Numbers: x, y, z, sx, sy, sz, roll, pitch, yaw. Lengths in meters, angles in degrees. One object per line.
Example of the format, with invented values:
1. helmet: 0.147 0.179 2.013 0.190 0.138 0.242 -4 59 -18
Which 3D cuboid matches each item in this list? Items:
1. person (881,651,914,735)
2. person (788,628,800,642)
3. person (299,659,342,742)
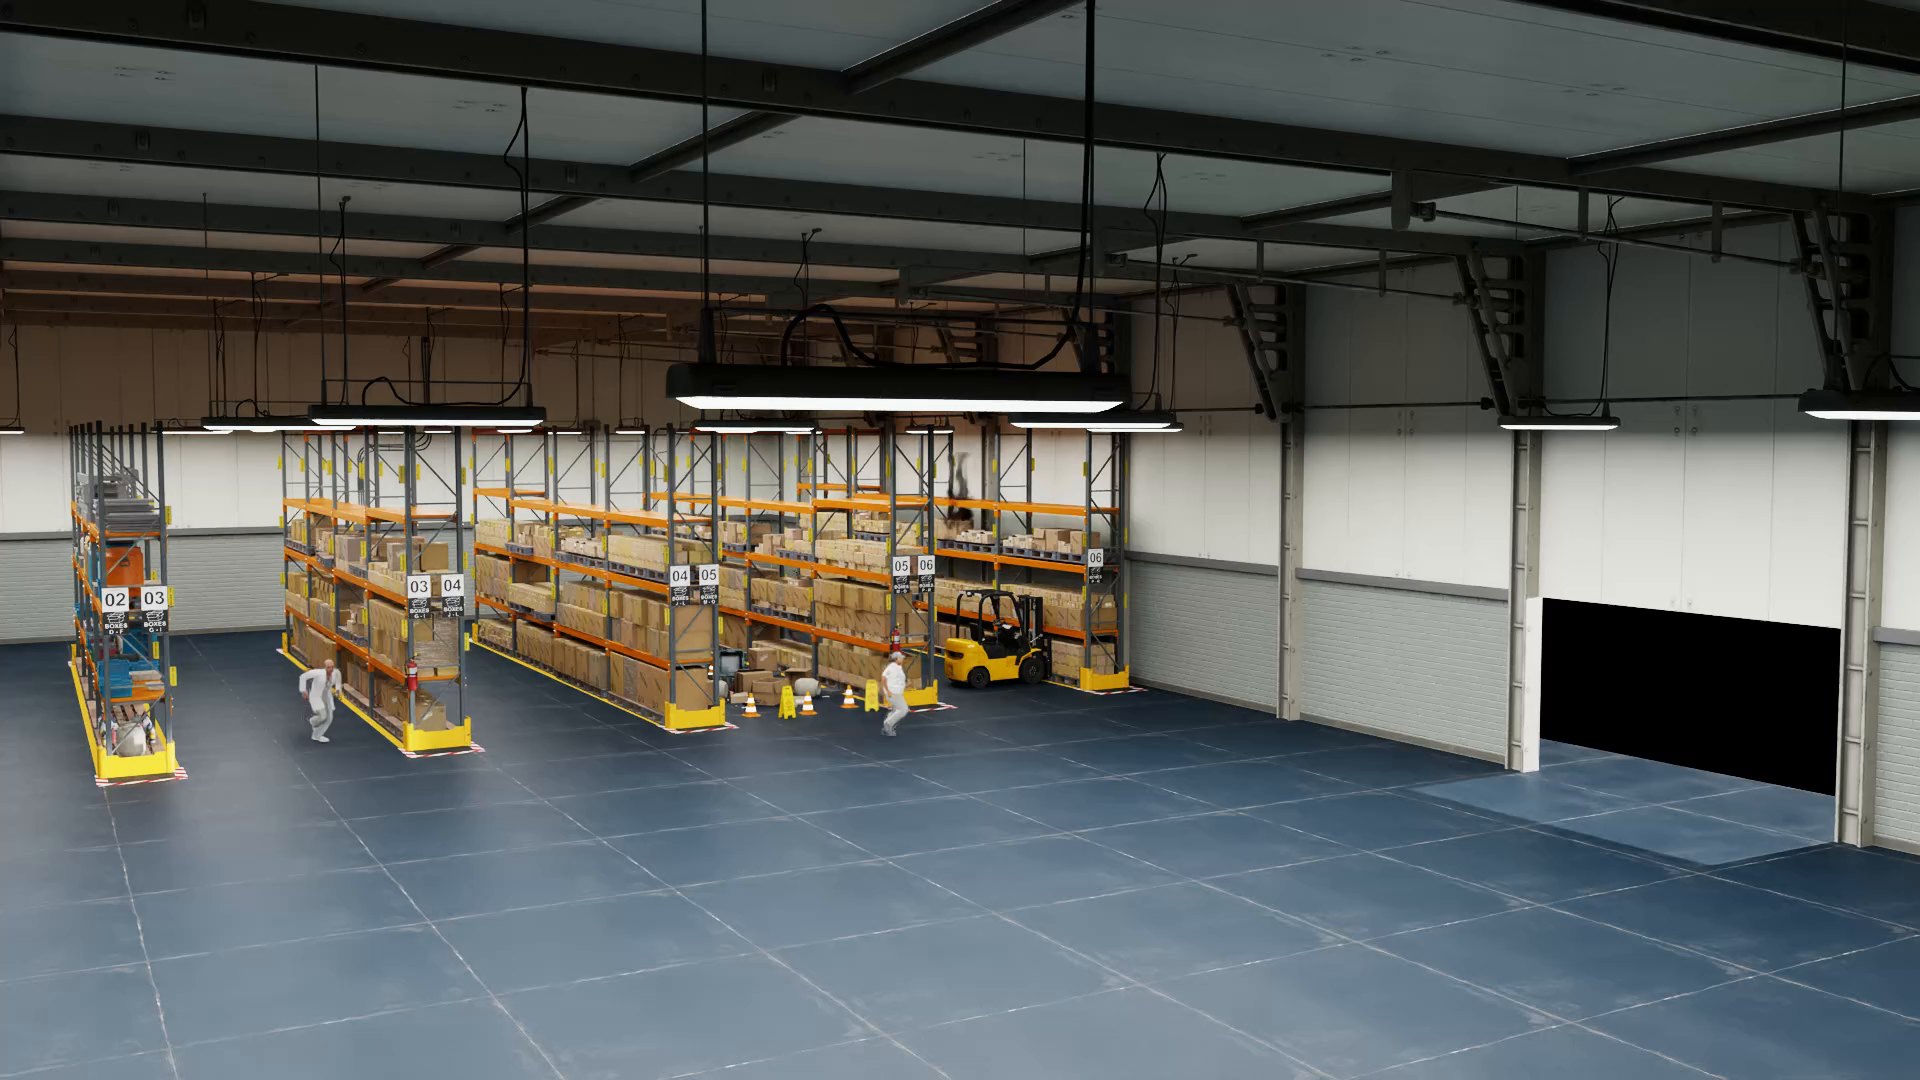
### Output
1. person: -1.200 2.938 31.809 0.645 1.614 0.590 1 4 13
2. person: -4.489 2.195 44.716 0.670 1.573 0.958 -1 4 -20
3. person: -11.944 3.010 31.103 0.870 1.597 0.735 3 5 42
